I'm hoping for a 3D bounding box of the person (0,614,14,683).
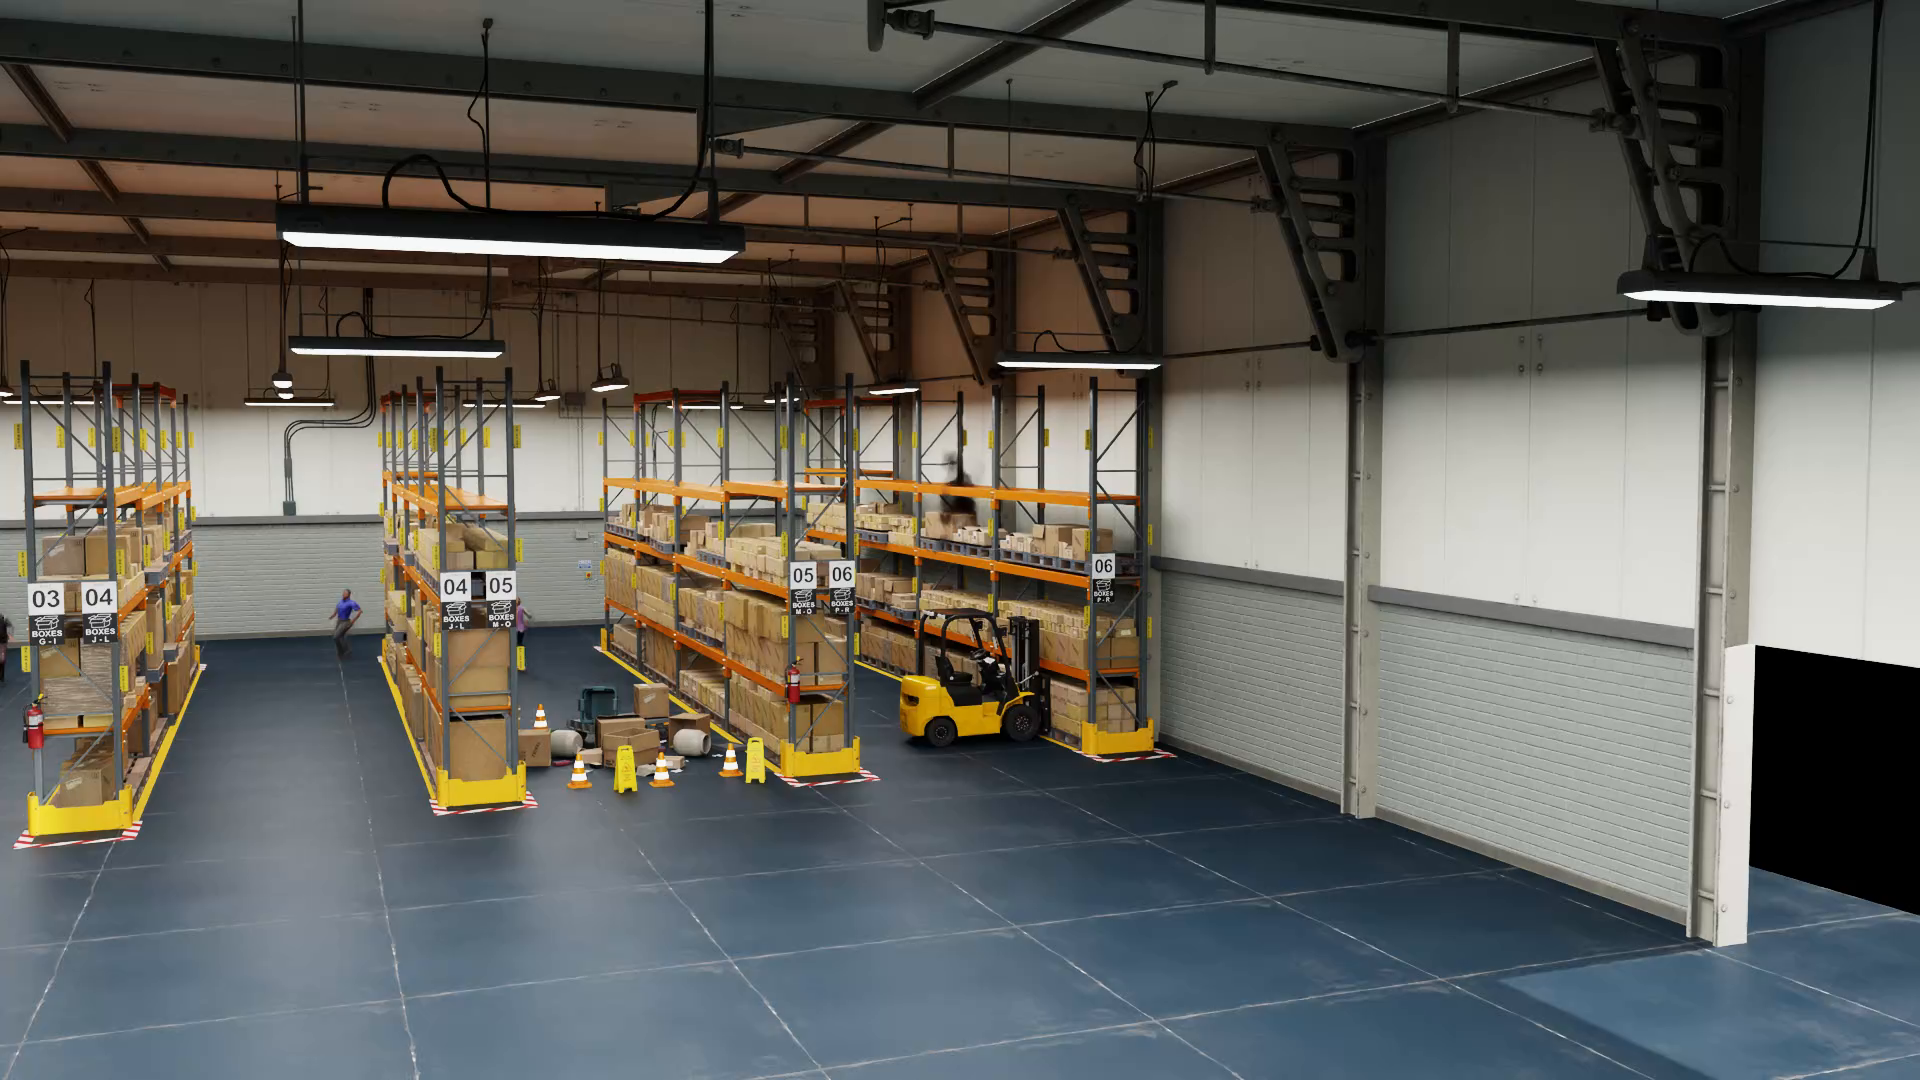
[{"bbox_3d":[-19.616,2.165,33.849,0.673,1.608,0.562,-2,4,-34],"label":"person"}]

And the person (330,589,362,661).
[{"bbox_3d":[-13.961,1.936,37.718,0.645,1.662,0.635,2,4,32],"label":"person"}]

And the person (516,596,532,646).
[{"bbox_3d":[-9.614,2.079,36.133,0.523,1.549,0.739,-2,4,-32],"label":"person"}]
